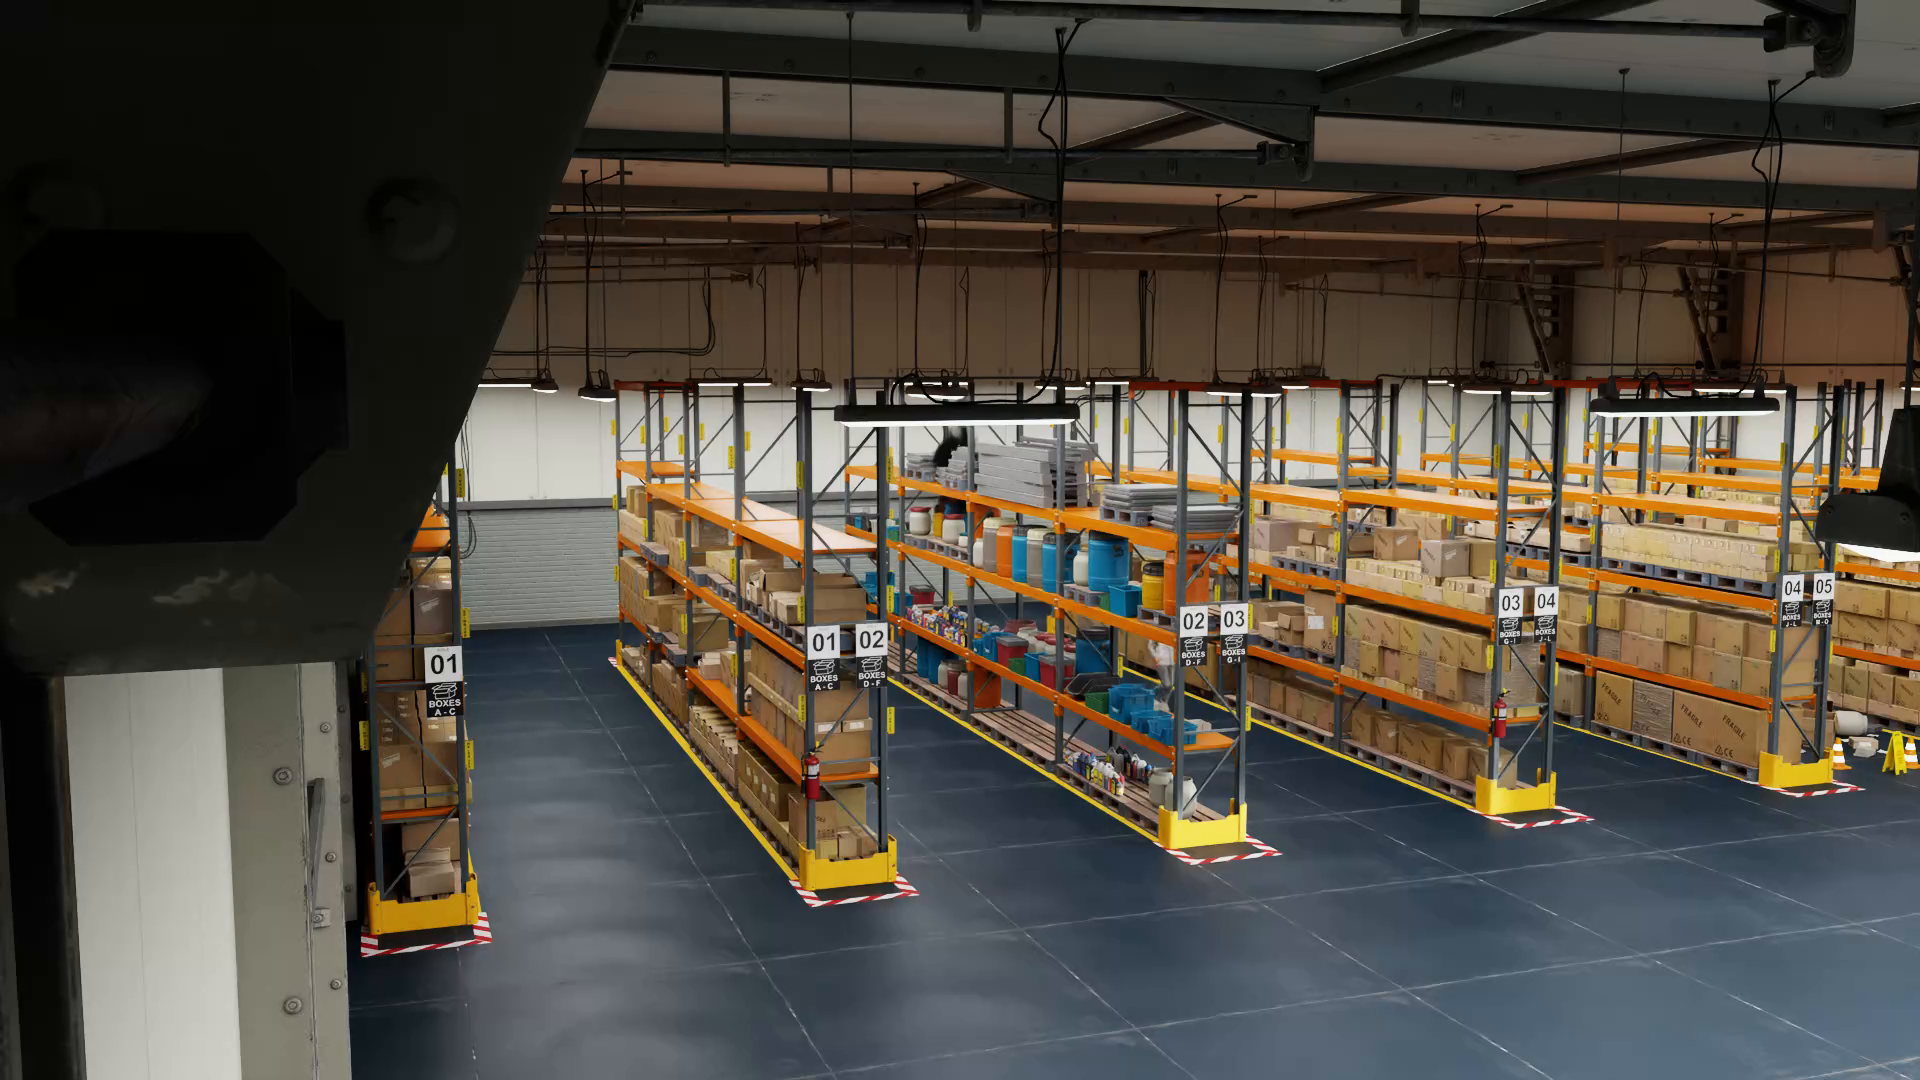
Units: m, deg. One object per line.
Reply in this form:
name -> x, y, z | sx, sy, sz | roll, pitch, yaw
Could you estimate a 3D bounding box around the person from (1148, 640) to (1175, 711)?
person -> 3.797, 2.259, 30.410 | 0.651, 1.743, 0.608 | -2, 6, -18
